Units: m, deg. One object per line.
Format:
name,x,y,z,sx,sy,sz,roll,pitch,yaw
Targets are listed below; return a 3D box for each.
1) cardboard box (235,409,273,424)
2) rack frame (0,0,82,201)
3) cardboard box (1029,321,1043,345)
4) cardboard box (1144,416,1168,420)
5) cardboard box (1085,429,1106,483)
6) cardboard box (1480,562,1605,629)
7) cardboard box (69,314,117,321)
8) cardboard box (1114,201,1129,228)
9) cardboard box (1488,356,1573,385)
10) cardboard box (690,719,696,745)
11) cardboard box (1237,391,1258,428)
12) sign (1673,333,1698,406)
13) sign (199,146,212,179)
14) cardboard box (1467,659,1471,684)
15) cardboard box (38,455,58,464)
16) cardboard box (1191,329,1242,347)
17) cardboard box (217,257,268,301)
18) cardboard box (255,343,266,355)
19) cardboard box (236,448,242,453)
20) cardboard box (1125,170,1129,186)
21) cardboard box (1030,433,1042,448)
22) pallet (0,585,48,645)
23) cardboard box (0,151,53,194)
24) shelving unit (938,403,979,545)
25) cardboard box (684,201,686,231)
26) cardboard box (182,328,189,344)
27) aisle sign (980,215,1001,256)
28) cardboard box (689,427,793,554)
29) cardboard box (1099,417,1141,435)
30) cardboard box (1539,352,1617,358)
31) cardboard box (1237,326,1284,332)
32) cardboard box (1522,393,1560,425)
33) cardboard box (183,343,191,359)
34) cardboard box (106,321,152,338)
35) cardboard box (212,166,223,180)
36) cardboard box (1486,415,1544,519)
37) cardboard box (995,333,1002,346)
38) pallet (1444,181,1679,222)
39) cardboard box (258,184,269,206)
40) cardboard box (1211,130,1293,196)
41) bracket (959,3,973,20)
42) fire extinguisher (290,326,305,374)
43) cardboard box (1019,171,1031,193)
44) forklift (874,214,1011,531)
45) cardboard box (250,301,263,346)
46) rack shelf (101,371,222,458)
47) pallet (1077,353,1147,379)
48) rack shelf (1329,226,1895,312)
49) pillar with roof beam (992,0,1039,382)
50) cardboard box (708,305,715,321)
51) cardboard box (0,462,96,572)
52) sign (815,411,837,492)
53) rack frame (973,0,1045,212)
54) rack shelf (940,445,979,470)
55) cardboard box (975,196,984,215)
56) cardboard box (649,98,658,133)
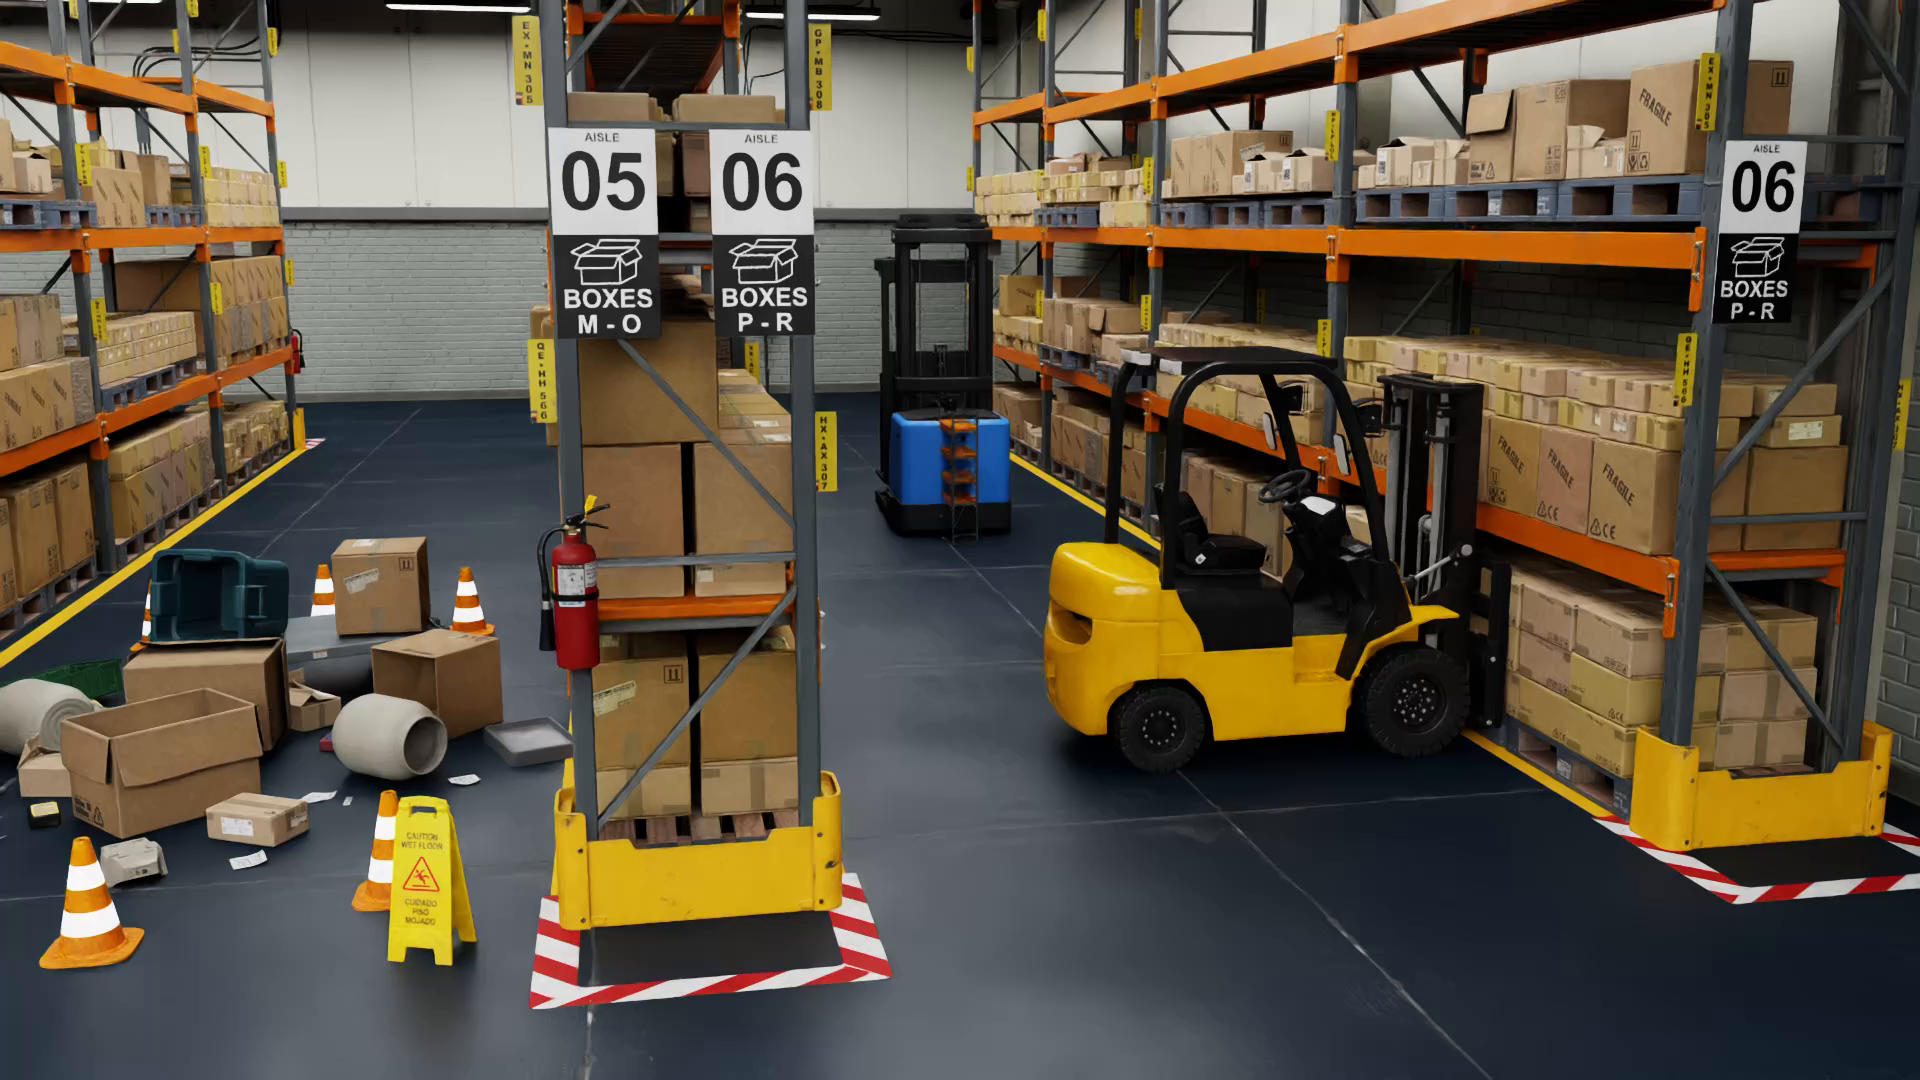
cardboard box,-8.415,-1.471,19.813,0.380,0.149,0.250,-2,11,-9
rack frame,-7.474,-4.129,12.821,1.000,3.000,0.127,-2,11,-11
cardboard box,1.114,-2.452,19.662,0.500,0.250,0.500,-2,11,-10
cardboard box,2.131,-1.201,17.309,0.380,0.149,0.250,-2,11,-11
cardboard box,1.627,-0.892,17.423,0.500,0.500,0.500,-3,11,-13
cardboard box,3.178,0.300,9.152,0.500,0.250,0.500,-2,11,-10
cardboard box,-8.566,-2.150,16.430,0.380,0.149,0.250,-2,11,-9
cardboard box,1.794,-3.139,16.043,0.500,0.250,0.500,-2,11,-11
cardboard box,3.206,-0.947,9.353,0.380,0.149,0.250,-2,11,-10
cardboard box,-1.178,0.880,8.781,0.500,0.250,0.500,-1,11,-7
cardboard box,2.484,-1.021,12.940,0.500,0.250,0.500,-2,11,-11
sign,3.251,-0.762,7.448,0.100,0.325,0.005,-2,11,-11
sign,-7.708,-3.857,16.981,0.100,0.325,0.005,-2,11,-11
cardboard box,3.086,0.698,9.740,0.500,0.250,0.500,-2,11,-9
cardboard box,-7.864,-0.644,14.116,0.500,0.250,0.500,-2,11,-12
cardboard box,2.195,-1.717,14.195,0.380,0.149,0.250,-2,11,-10
cardboard box,-8.488,-3.072,19.579,0.500,0.500,0.500,-2,11,-8
cardboard box,-8.519,-2.288,19.868,0.380,0.149,0.250,-3,11,-14
cardboard box,-8.257,-0.937,18.597,0.380,0.149,0.250,-2,11,-12
cardboard box,1.816,-3.503,16.094,0.380,0.149,0.250,-2,11,-12
cardboard box,1.056,-1.192,19.940,0.380,0.149,0.250,-2,11,-13
pallet,-7.160,0.559,11.696,1.003,0.211,1.213,-2,11,-11
cardboard box,-6.976,-2.686,12.112,0.500,0.311,0.500,-2,11,-11
shelving unit,-0.016,-0.604,15.078,0.258,1.200,0.503,-4,15,-14
cardboard box,-1.057,-1.475,7.573,0.380,0.149,0.250,-2,11,-11
cardboard box,-7.928,-2.030,16.594,0.380,0.149,0.250,-2,11,-11
aisle sign,0.373,-4.308,22.853,0.394,0.787,0.004,-2,11,-11
cardboard box,-0.902,-0.205,7.189,0.500,0.500,0.500,-2,11,-12
cardboard box,1.656,-1.184,17.222,0.380,0.149,0.250,-3,11,-14
cardboard box,3.603,-1.010,9.685,0.380,0.149,0.250,-2,11,-9
cardboard box,2.643,-1.783,14.541,0.380,0.149,0.250,-2,11,-11
cardboard box,3.240,-0.704,8.871,0.380,0.149,0.250,-2,11,-13
cardboard box,-7.929,-1.885,16.626,0.380,0.149,0.250,-2,11,-11
cardboard box,-7.675,-1.935,15.301,0.380,0.149,0.250,-2,11,-12
cardboard box,-8.201,-3.963,17.972,0.380,0.149,0.250,-2,11,-13
cardboard box,3.241,-0.413,9.079,0.500,0.500,0.500,-2,11,-12
cardboard box,0.671,-2.597,21.490,0.380,0.149,0.250,-2,11,-13
pallet,3.434,-1.879,9.261,1.003,0.211,1.213,-2,11,-11
cardboard box,-8.590,-4.125,19.890,0.500,0.250,0.500,-2,11,-13
cardboard box,2.330,-3.011,13.314,0.500,0.500,0.500,-2,11,-10
bracket,0.144,-8.769,27.575,0.235,0.232,0.430,-2,11,-11
fire extinguisher,-8.626,-2.491,21.464,0.296,0.674,0.183,-2,11,-11
cardboard box,1.011,-4.263,19.818,0.500,0.250,0.500,-2,11,-12
forklift,-0.260,-1.750,16.552,1.130,2.935,3.031,-2,11,-9
cardboard box,-8.400,-2.492,19.204,0.500,0.500,0.500,-2,11,-8
rack shelf,-7.863,-1.195,15.377,1.077,0.370,4.000,-2,11,-11
pallet,1.848,-1.824,17.268,1.003,0.211,1.213,-2,11,-11
rack shelf,3.397,-1.581,9.383,1.077,0.370,4.000,-2,11,-11
pillar with roof beam,-3.189,-6.346,24.473,9.100,9.000,0.548,-2,11,-11
cardboard box,-1.604,-1.466,10.955,0.380,0.149,0.250,-2,11,-11
cardboard box,-7.443,-0.168,12.949,1.050,0.750,0.750,-2,11,-12
sign,-0.550,-0.358,6.739,0.100,0.325,0.005,-2,11,-11
rack frame,0.674,-5.976,22.525,1.000,3.000,0.127,-2,11,-11
rack shelf,-0.016,-0.756,15.040,0.258,0.148,0.480,-4,15,-14
cardboard box,0.493,-4.483,22.312,0.500,0.250,0.500,-2,11,-12
cardboard box,-1.450,-1.755,6.910,0.380,0.149,0.250,-2,11,-10
